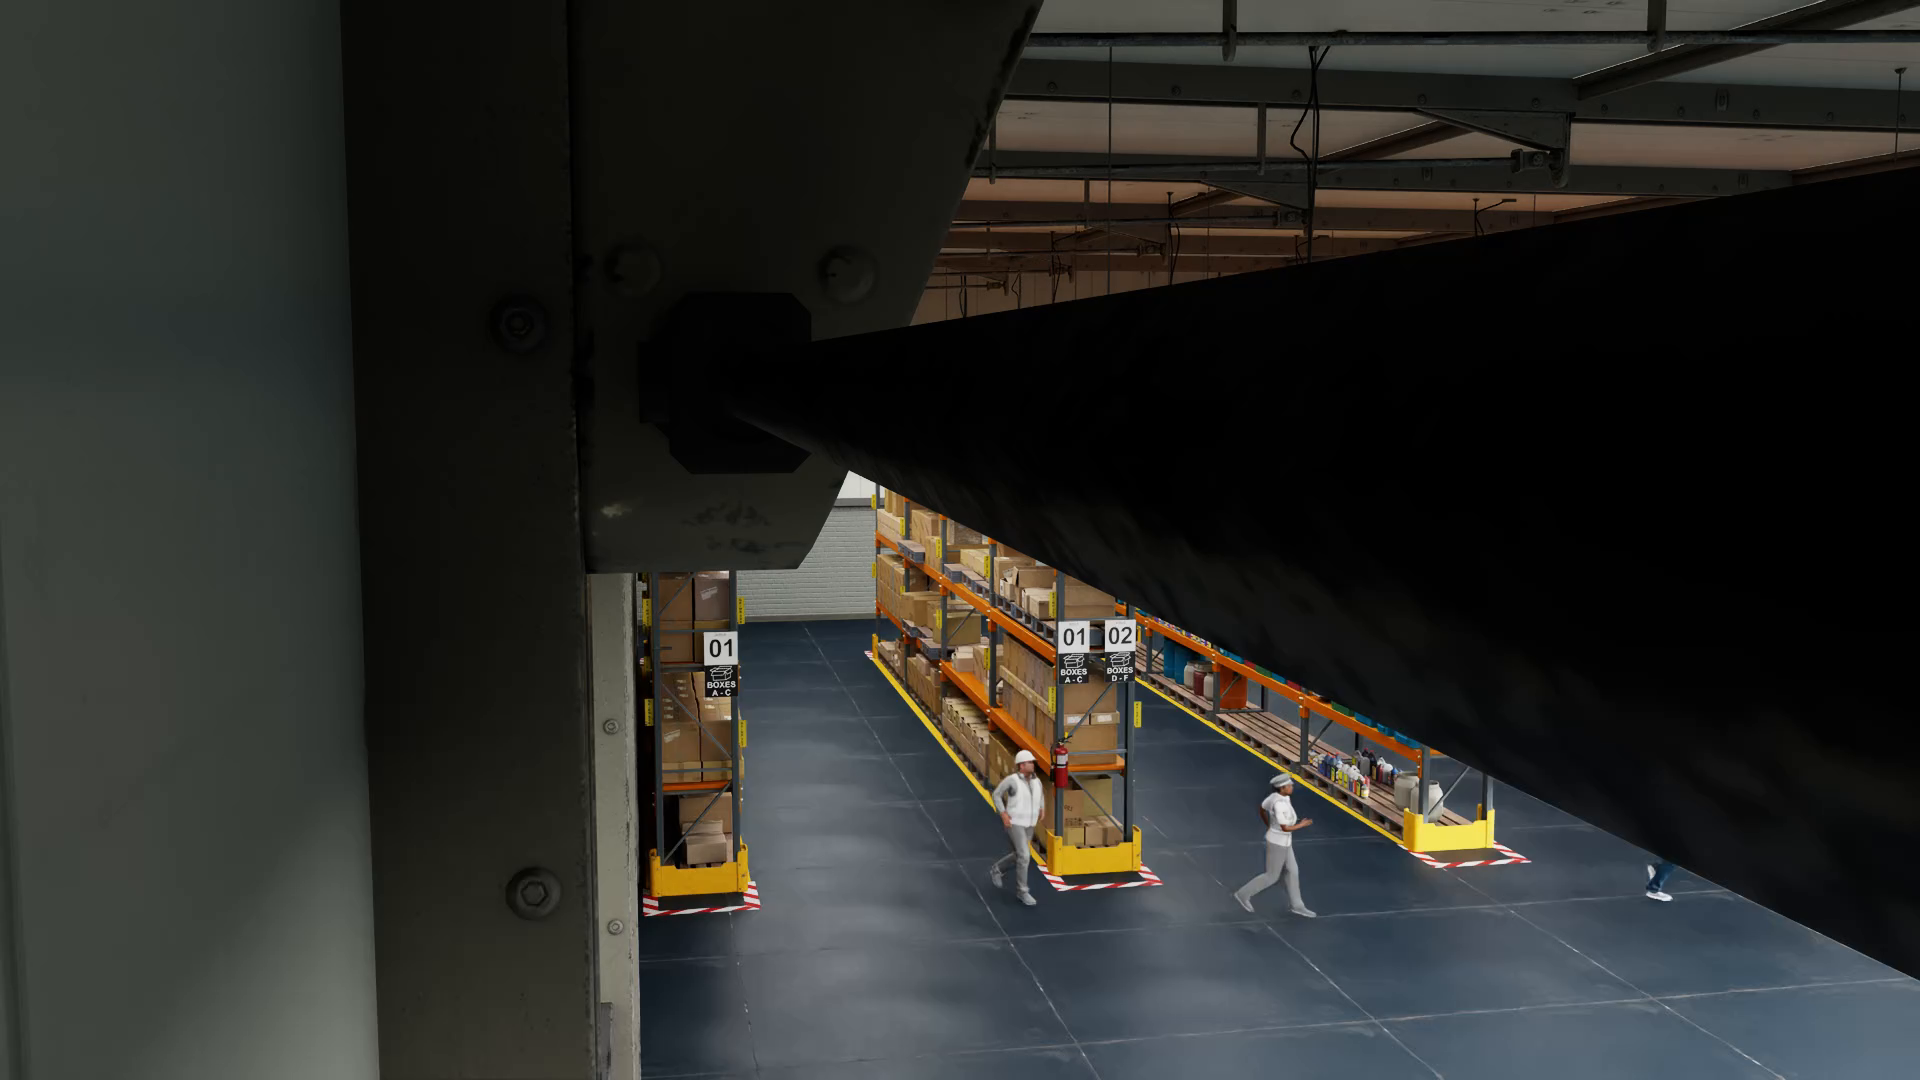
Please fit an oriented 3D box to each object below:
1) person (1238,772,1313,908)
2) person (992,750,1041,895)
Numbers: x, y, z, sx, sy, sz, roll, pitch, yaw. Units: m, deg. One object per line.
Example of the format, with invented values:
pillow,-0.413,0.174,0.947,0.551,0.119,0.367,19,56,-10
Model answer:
person,3.635,3.458,19.148,0.828,1.600,0.573,1,6,10
person,0.687,3.360,20.051,0.489,1.674,0.678,-6,8,-44
